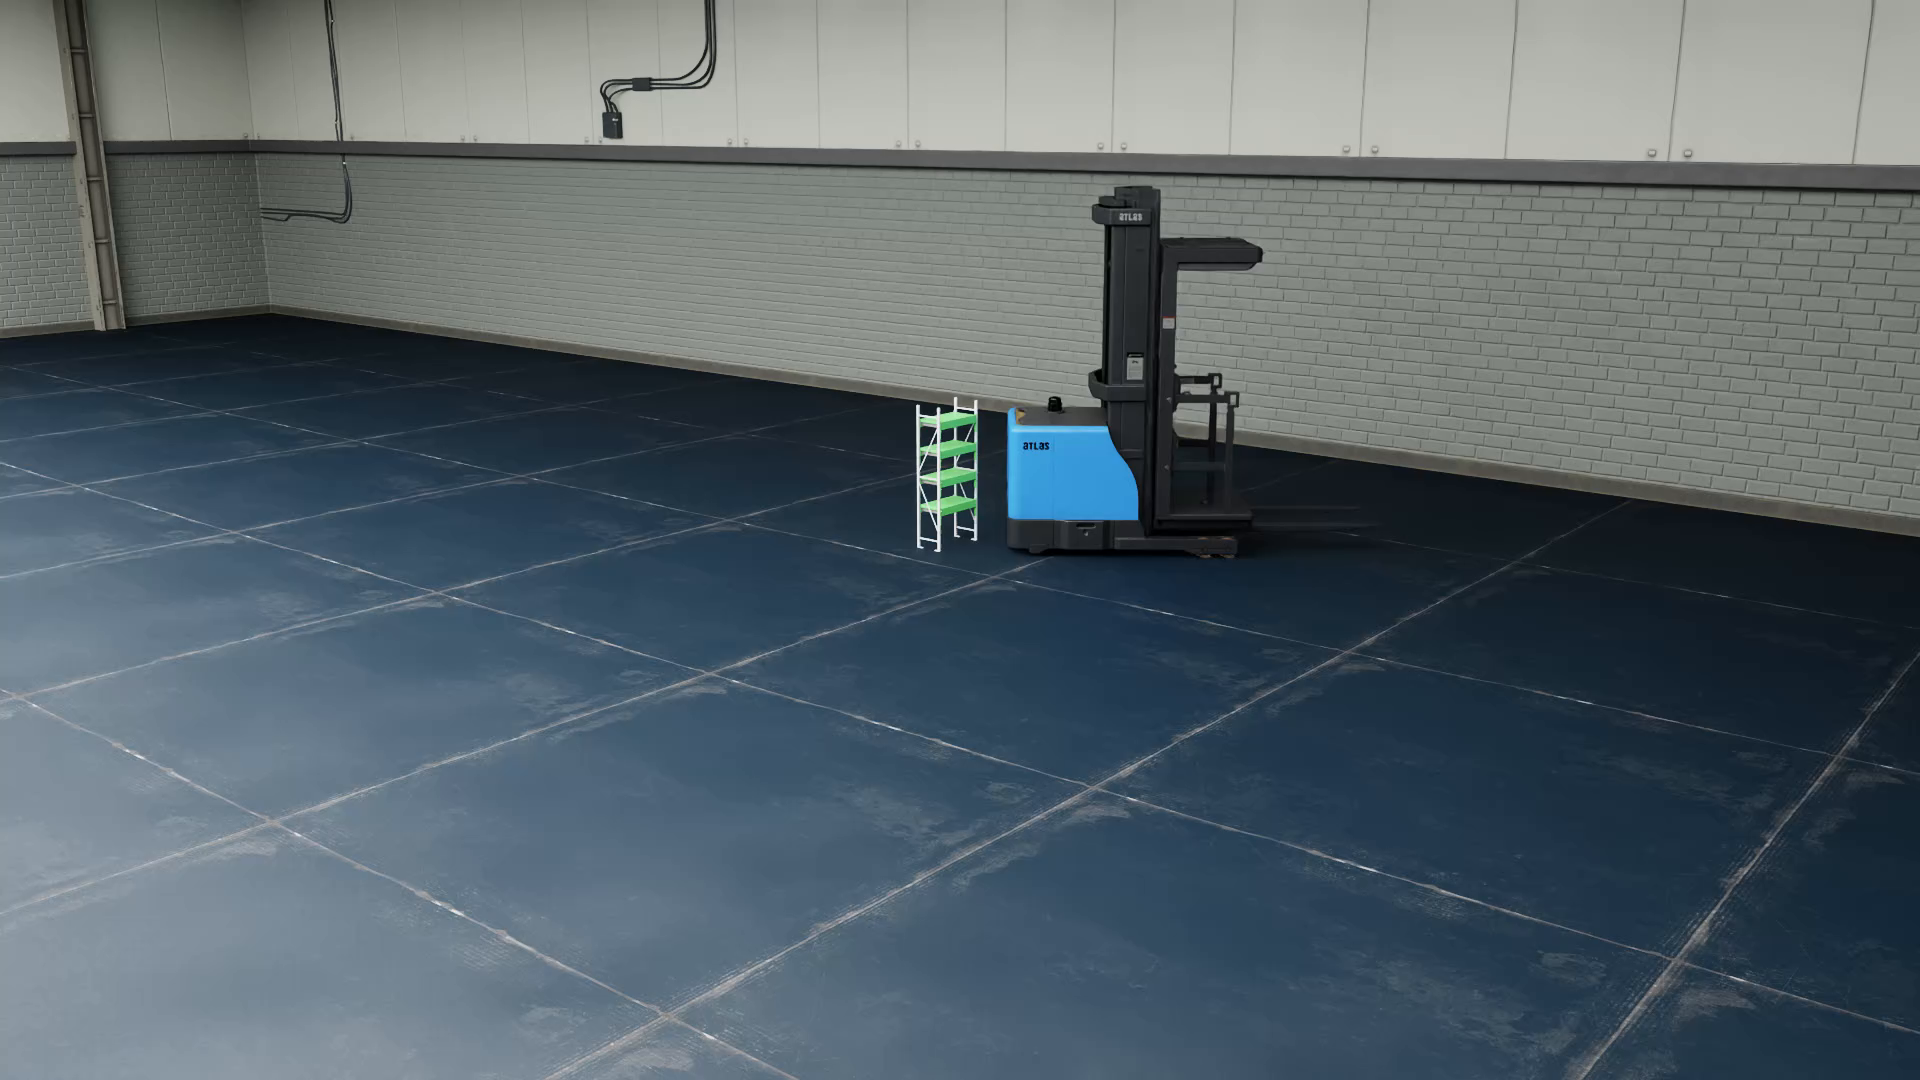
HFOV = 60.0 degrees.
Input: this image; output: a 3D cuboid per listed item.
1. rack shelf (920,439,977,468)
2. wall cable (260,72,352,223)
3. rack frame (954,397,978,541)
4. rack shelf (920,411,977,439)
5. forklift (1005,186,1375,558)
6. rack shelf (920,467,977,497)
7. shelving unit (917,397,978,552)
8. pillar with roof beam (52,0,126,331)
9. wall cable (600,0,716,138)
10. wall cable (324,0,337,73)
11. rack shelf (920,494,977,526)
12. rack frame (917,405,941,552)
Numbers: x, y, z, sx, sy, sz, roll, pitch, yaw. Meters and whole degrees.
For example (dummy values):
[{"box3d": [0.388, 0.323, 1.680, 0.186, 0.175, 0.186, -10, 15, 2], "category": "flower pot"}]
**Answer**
[{"box3d": [-0.104, -0.721, 13.807, 0.258, 0.148, 0.480, 11, 18, 38], "category": "rack shelf"}, {"box3d": [-11.552, -6.803, 28.931, 3.097, 2.526, 0.112, 11, 18, 38], "category": "wall cable"}, {"box3d": [0.049, -0.597, 14.034, 0.240, 1.200, 0.015, 11, 18, 38], "category": "rack frame"}, {"box3d": [-0.104, -0.953, 13.748, 0.258, 0.148, 0.480, 11, 18, 38], "category": "rack shelf"}, {"box3d": [1.905, -1.406, 13.704, 3.031, 2.935, 1.130, 0, 14, 1], "category": "forklift"}, {"box3d": [-0.104, -0.488, 13.866, 0.258, 0.148, 0.480, 11, 18, 38], "category": "rack shelf"}, {"box3d": [-0.104, -0.550, 13.850, 0.258, 1.200, 0.503, 11, 18, 38], "category": "shelving unit"}, {"box3d": [-11.083, -7.282, 24.511, 9.100, 9.000, 0.400, 11, 18, 38], "category": "pillar with roof beam"}, {"box3d": [-4.178, -8.484, 22.335, 2.305, 6.003, 0.169, 11, 18, 38], "category": "wall cable"}, {"box3d": [-9.447, -8.832, 26.662, 3.097, 2.526, 0.112, 11, 18, 38], "category": "wall cable"}, {"box3d": [-0.104, -0.255, 13.925, 0.258, 0.148, 0.480, 11, 18, 38], "category": "rack shelf"}, {"box3d": [-0.257, -0.503, 13.666, 0.240, 1.200, 0.015, 11, 18, 38], "category": "rack frame"}]
